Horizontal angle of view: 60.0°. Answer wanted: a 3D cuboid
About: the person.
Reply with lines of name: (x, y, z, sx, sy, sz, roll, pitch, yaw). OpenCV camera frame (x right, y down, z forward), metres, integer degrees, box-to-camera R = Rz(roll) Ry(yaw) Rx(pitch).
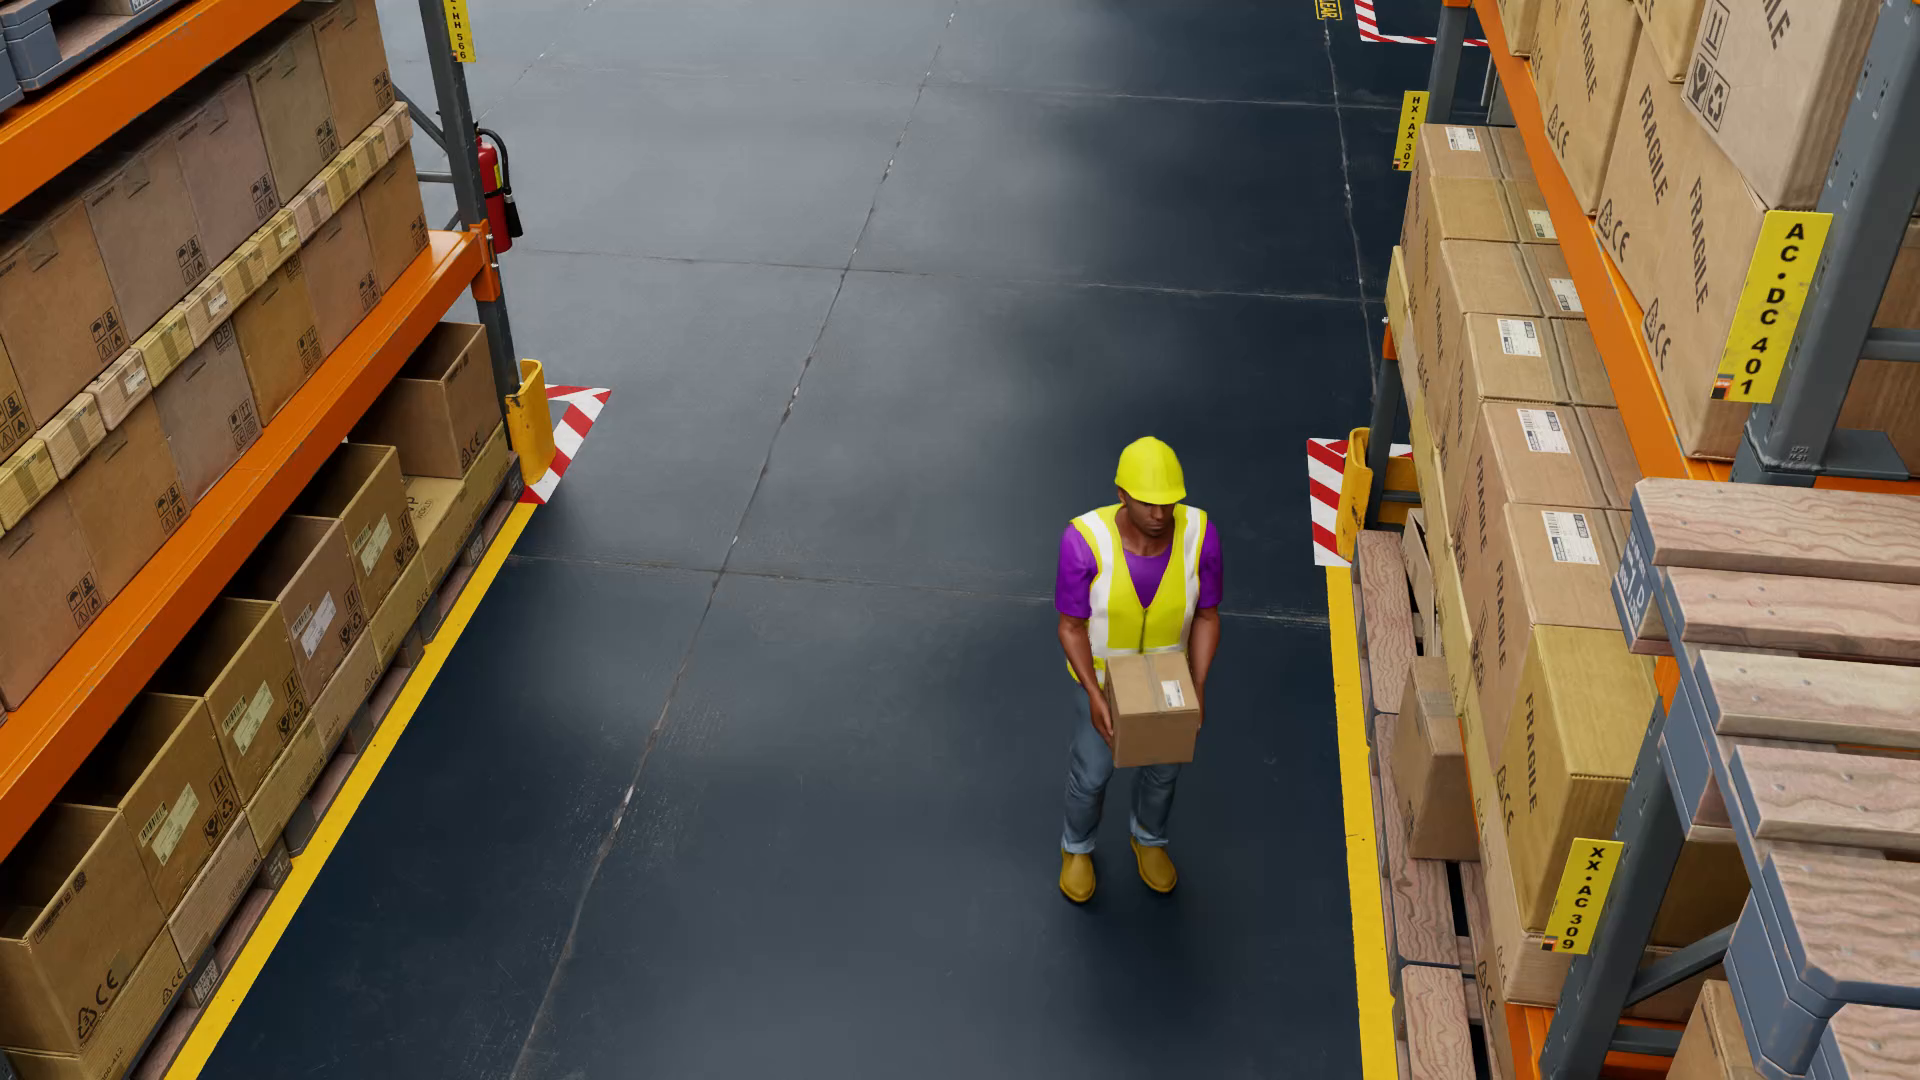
person: (0.582, 0.487, 5.453, 0.548, 1.770, 0.541, -4, 36, -5)
